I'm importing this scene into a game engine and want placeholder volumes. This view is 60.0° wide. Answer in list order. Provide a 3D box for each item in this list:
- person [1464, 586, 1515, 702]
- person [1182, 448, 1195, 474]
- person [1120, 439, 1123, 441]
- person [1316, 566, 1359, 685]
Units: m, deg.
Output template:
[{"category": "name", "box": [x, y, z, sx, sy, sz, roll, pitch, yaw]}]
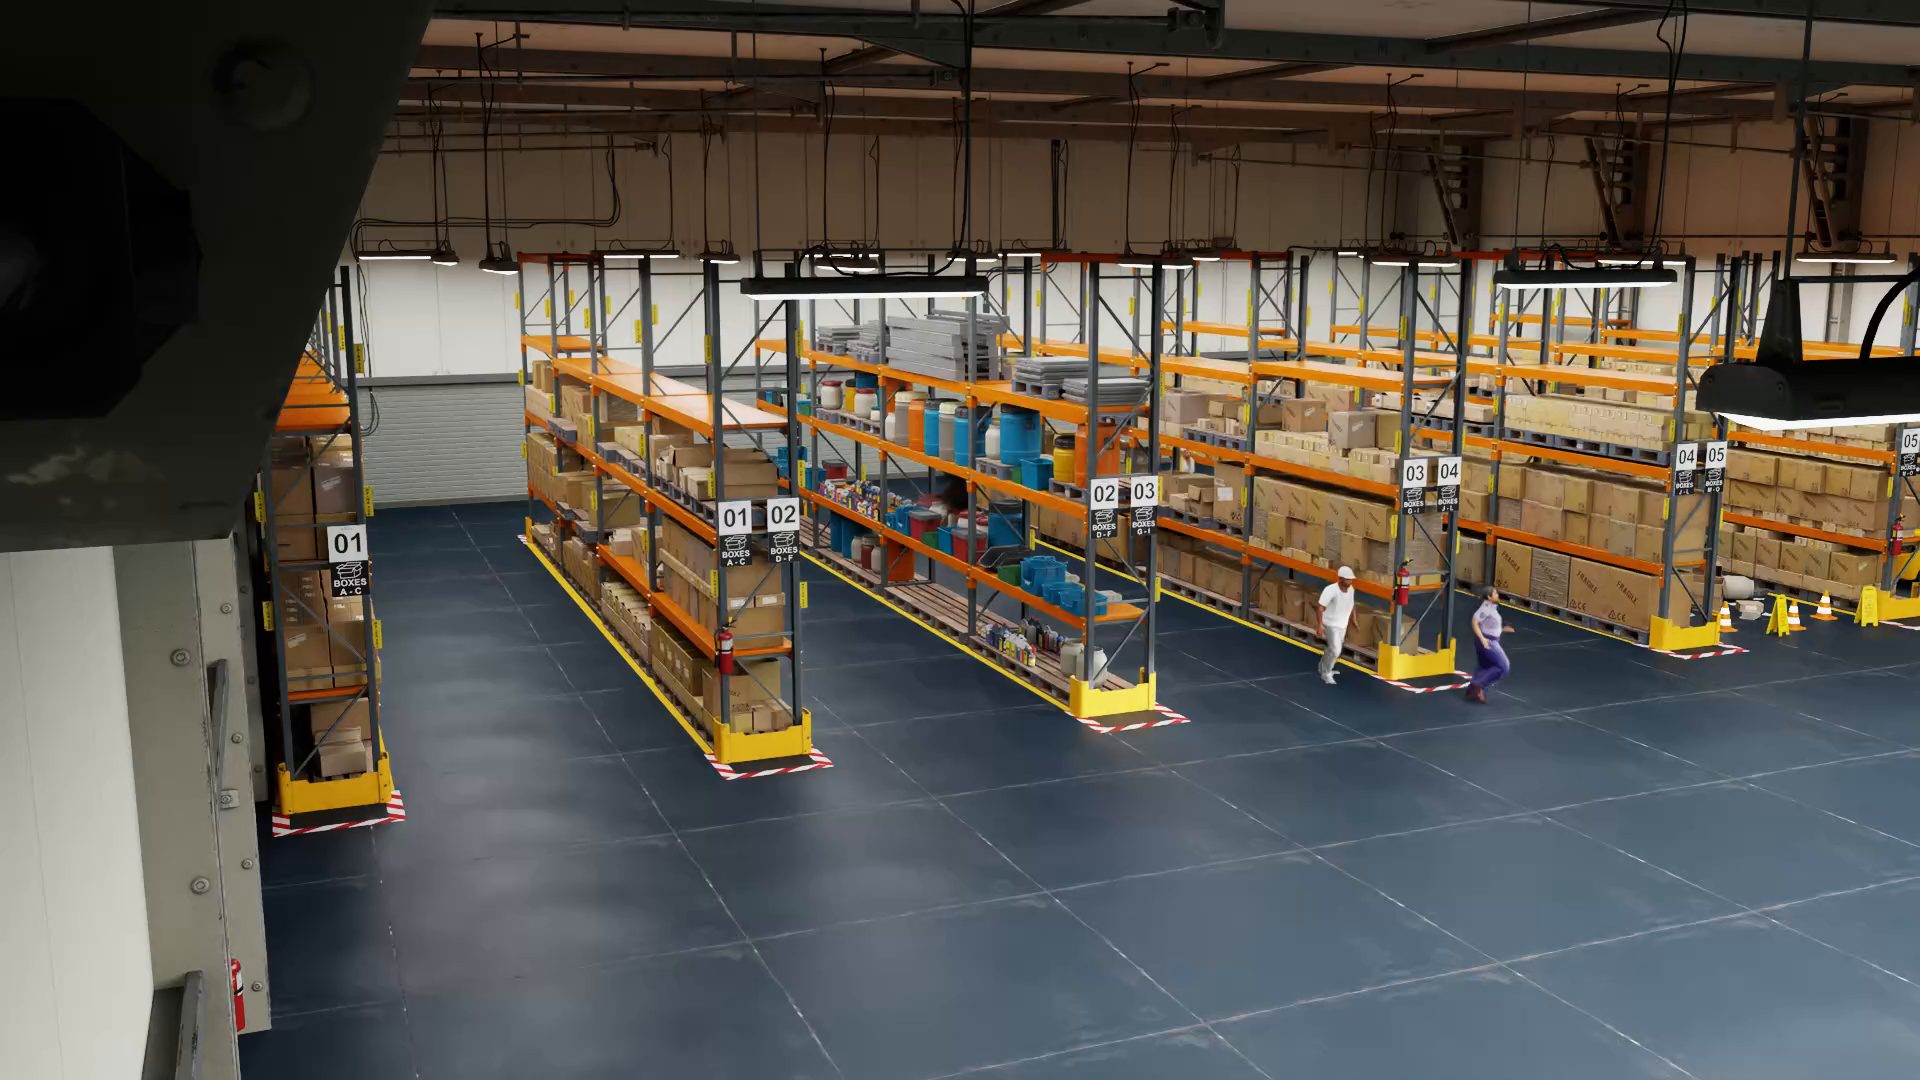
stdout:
[{"category": "person", "box": [7.250, 1.440, 22.719, 0.610, 1.595, 0.587, 2, 11, 13]}, {"category": "person", "box": [4.912, -1.168, 36.475, 0.605, 1.840, 0.816, -4, 11, -19]}, {"category": "person", "box": [3.680, -1.910, 40.799, 0.866, 1.708, 0.692, 5, 12, 27]}, {"category": "person", "box": [5.341, 1.205, 23.798, 0.696, 1.744, 0.728, -8, 13, -38]}]
